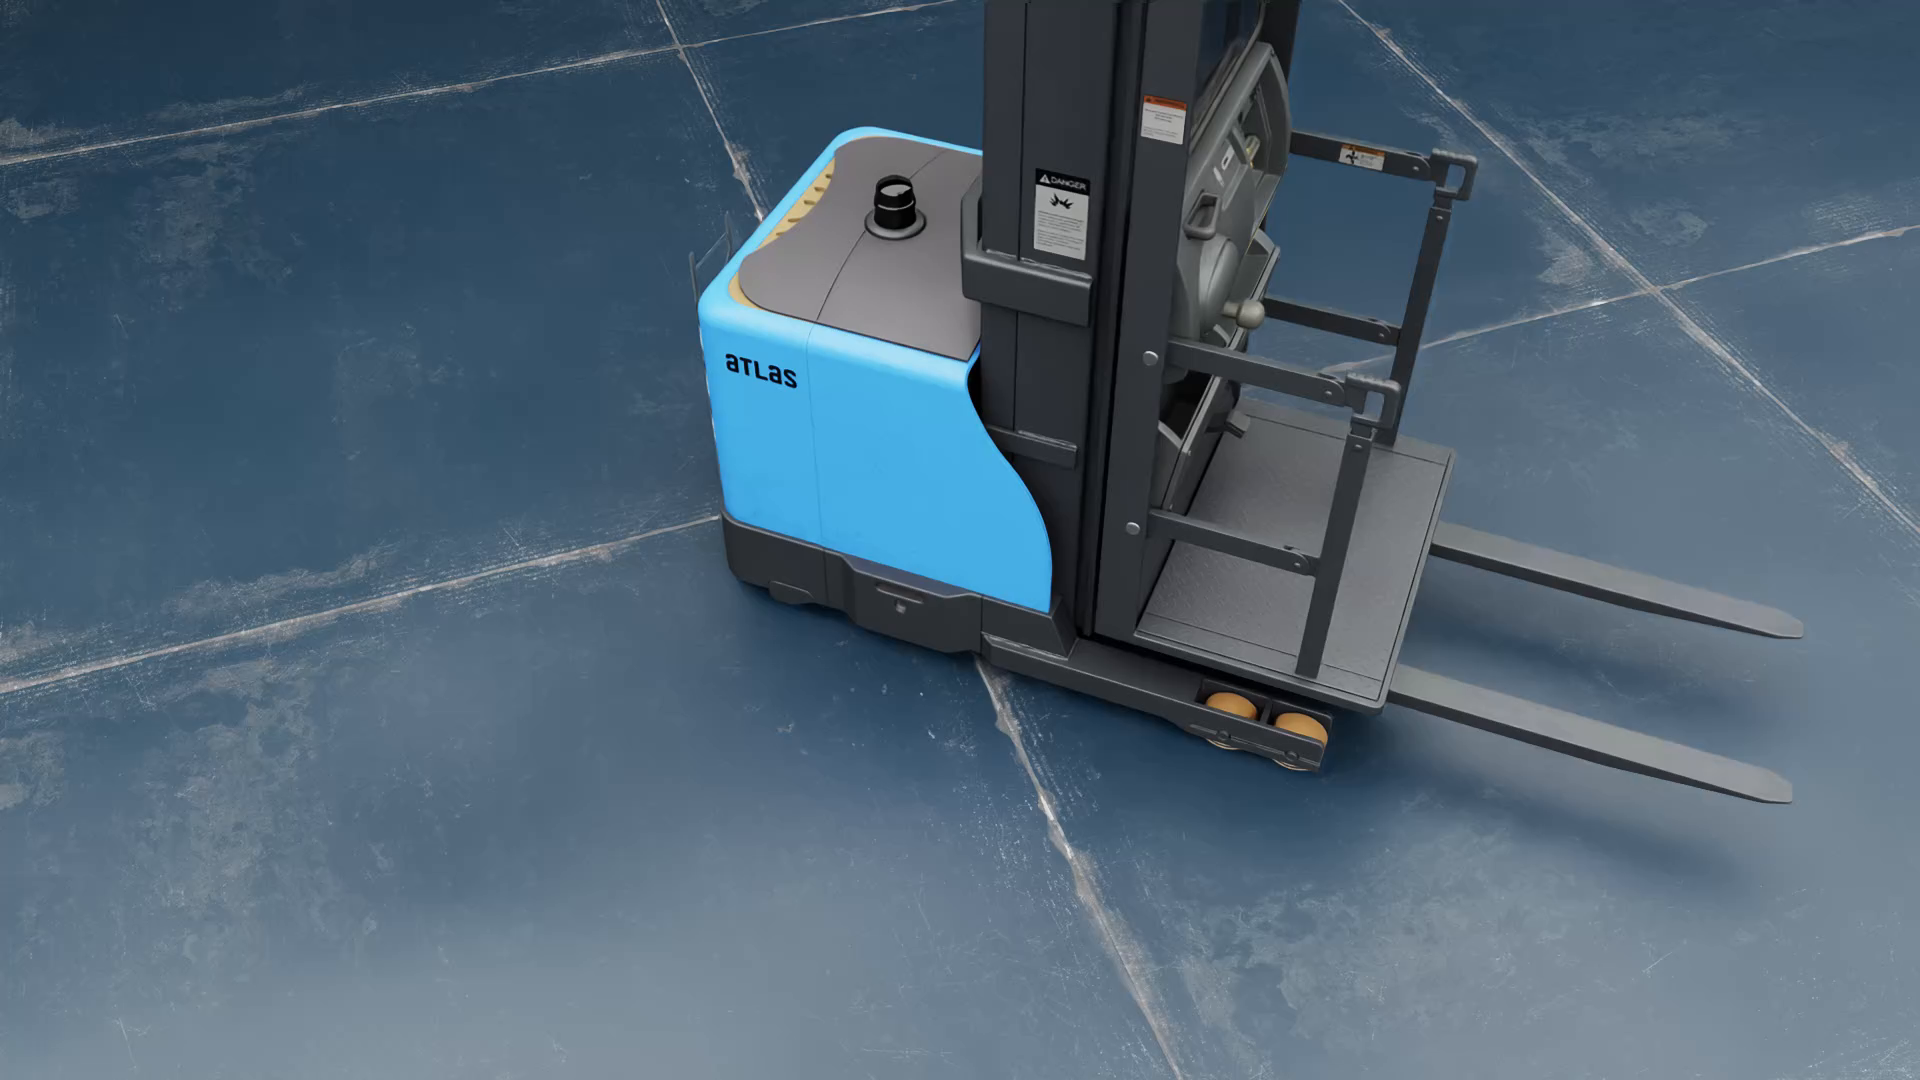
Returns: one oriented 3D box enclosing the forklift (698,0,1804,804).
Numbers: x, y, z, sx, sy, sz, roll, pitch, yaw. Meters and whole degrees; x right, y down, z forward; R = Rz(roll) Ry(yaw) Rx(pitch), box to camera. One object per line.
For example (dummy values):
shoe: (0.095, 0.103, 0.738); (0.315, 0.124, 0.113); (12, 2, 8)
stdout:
forklift: (0.857, -0.826, 4.004); (3.031, 2.935, 1.130); (16, 47, 15)

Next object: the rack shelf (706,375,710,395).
rack shelf: (-0.641, -0.532, 5.192); (0.200, 0.077, 0.258); (16, 47, 15)

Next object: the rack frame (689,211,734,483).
rack frame: (-0.735, -0.583, 5.196); (0.006, 0.900, 0.240); (16, 47, 15)

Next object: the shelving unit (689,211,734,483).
shelving unit: (-0.641, -0.556, 5.169); (0.210, 0.900, 0.258); (16, 47, 15)

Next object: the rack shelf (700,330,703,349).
rack shelf: (-0.641, -0.659, 5.065); (0.200, 0.077, 0.258); (16, 47, 15)

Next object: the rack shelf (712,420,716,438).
rack shelf: (-0.641, -0.405, 5.320); (0.200, 0.077, 0.258); (16, 47, 15)

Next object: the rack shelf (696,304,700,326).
rack shelf: (-0.641, -0.723, 5.001); (0.200, 0.077, 0.258); (16, 47, 15)

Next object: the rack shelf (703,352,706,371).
rack shelf: (-0.641, -0.596, 5.129); (0.200, 0.077, 0.258); (16, 47, 15)

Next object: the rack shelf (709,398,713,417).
rack shelf: (-0.641, -0.469, 5.256); (0.200, 0.077, 0.258); (16, 47, 15)
